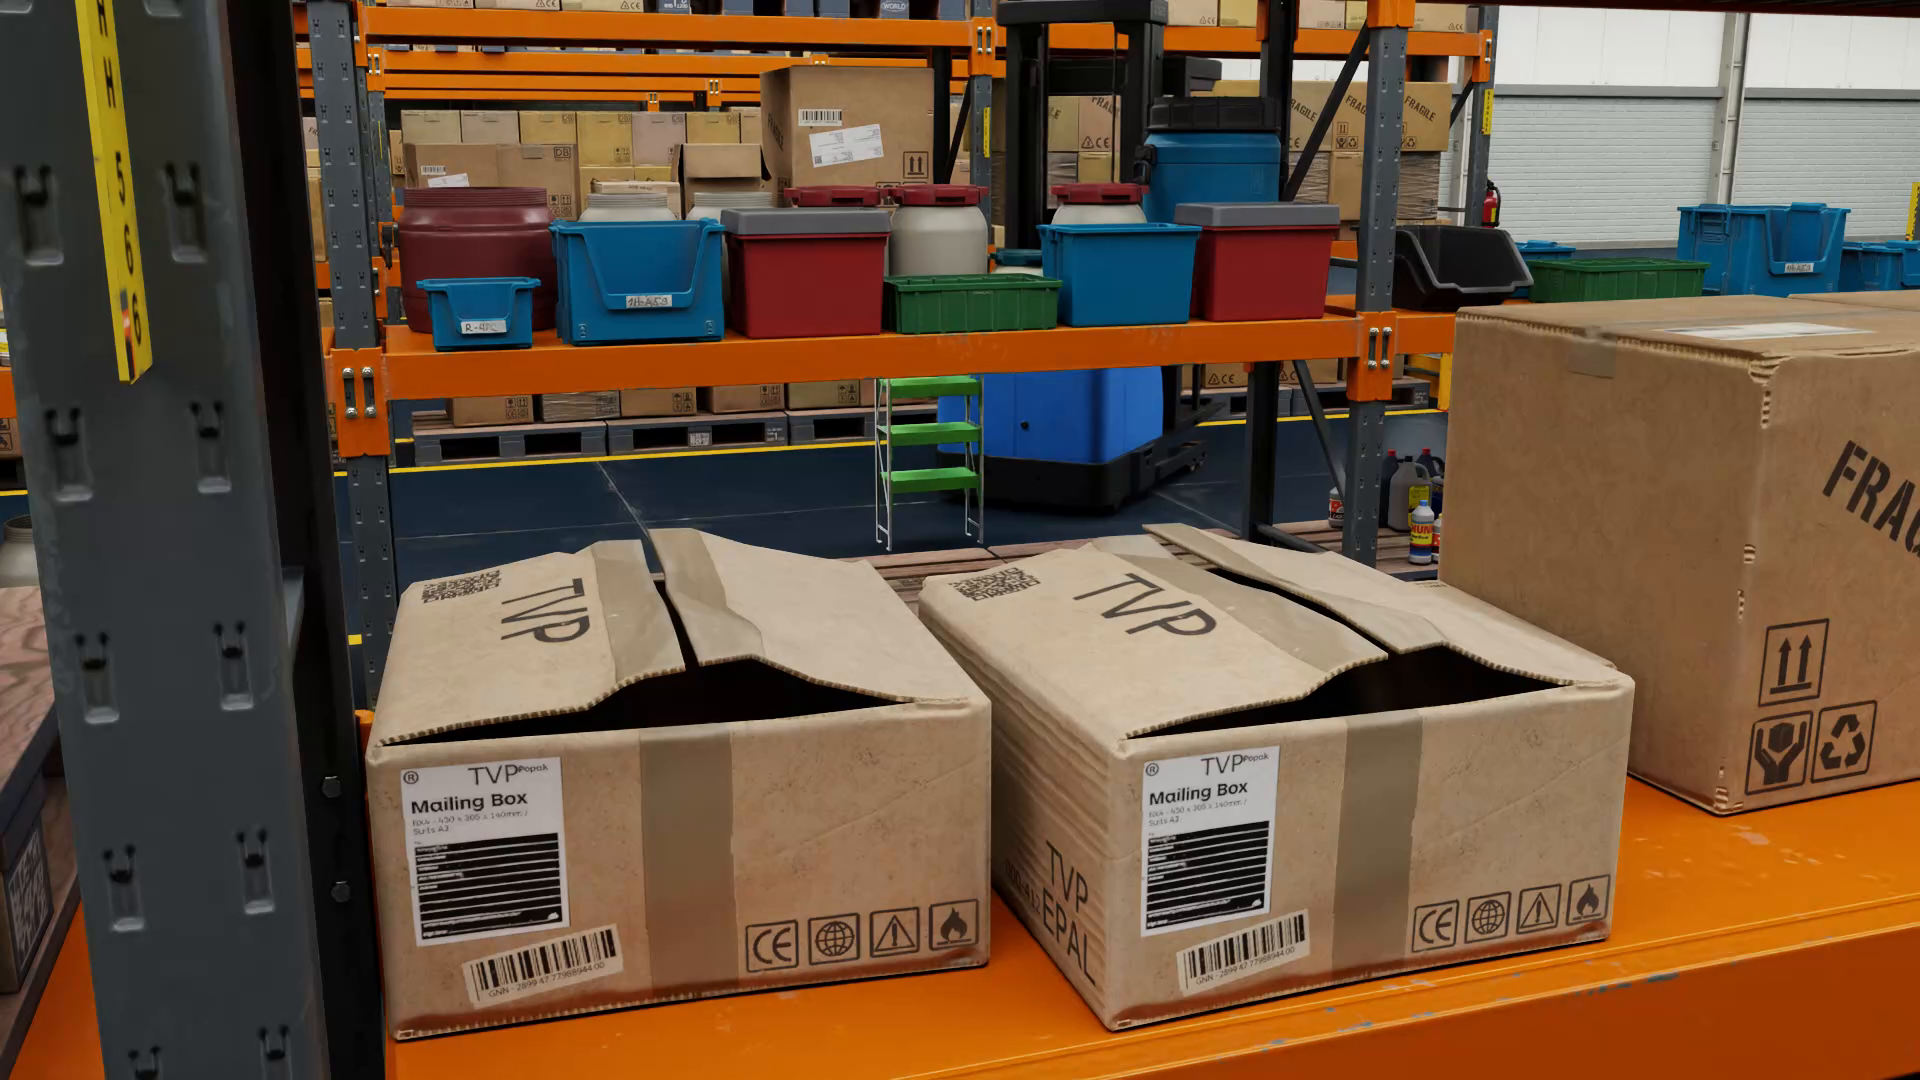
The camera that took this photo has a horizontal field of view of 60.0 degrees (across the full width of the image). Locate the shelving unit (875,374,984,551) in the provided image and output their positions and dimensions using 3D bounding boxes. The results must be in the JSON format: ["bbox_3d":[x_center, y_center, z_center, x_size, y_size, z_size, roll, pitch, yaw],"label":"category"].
[{"bbox_3d":[-0.157,-0.571,8.453,0.503,1.200,0.258,-4,14,-18],"label":"shelving unit"}]

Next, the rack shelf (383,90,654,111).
[{"bbox_3d":[-6.644,-6.536,24.710,4.000,0.370,1.077,-4,14,-18],"label":"rack shelf"}]

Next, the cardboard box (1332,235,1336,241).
[{"bbox_3d":[2.636,-2.346,12.568,0.250,0.149,0.380,-4,14,-18],"label":"cardboard box"}]

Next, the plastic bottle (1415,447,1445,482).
[{"bbox_3d":[2.279,-0.276,8.095,0.185,0.351,0.144,-5,14,-21],"label":"plastic bottle"}]

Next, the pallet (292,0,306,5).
[{"bbox_3d":[-4.386,-3.325,10.066,1.003,0.211,1.213,-4,14,-15],"label":"pallet"}]

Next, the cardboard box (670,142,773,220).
[{"bbox_3d":[-1.615,-2.418,11.197,0.637,0.503,0.797,-3,14,-12],"label":"cardboard box"}]

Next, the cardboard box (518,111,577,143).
[{"bbox_3d":[-3.886,-3.754,15.567,0.500,0.500,0.700,-5,14,-19],"label":"cardboard box"}]

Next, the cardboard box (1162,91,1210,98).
[{"bbox_3d":[1.454,-3.043,11.936,0.500,0.500,0.500,-4,14,-18],"label":"cardboard box"}]

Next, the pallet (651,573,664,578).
[{"bbox_3d":[-1.466,0.377,6.600,1.213,0.211,1.003,-4,14,-18],"label":"pallet"}]

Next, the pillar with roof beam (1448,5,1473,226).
[{"bbox_3d":[10.841,-8.875,26.510,0.400,9.000,9.100,-4,14,-18],"label":"pillar with roof beam"}]

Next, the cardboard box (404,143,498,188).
[{"bbox_3d":[-3.294,-2.318,10.784,0.500,0.500,0.500,-6,15,-25],"label":"cardboard box"}]

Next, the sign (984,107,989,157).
[{"bbox_3d":[0.179,-2.754,11.236,0.005,0.325,0.100,-4,14,-18],"label":"sign"}]

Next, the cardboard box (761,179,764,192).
[{"bbox_3d":[-1.897,-3.359,16.066,0.500,0.500,0.500,-5,14,-18],"label":"cardboard box"}]

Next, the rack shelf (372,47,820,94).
[{"bbox_3d":[-3.383,-4.369,15.601,4.000,0.370,1.077,-4,14,-18],"label":"rack shelf"}]

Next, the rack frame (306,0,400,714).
[{"bbox_3d":[-2.213,-0.931,6.073,0.127,3.000,1.000,-4,14,-18],"label":"rack frame"}]

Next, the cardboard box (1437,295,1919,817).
[{"bbox_3d":[0.949,-0.020,2.029,0.500,0.500,0.500,-5,14,-21],"label":"cardboard box"}]

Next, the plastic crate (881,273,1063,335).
[{"bbox_3d":[0.018,-0.932,6.538,0.662,0.188,0.450,-4,14,-18],"label":"plastic crate"}]

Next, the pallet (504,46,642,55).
[{"bbox_3d":[-3.626,-4.622,15.518,1.213,0.211,1.003,-4,14,-15],"label":"pallet"}]

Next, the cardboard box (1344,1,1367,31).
[{"bbox_3d":[2.941,-3.865,12.251,0.500,0.250,0.500,-4,14,-18],"label":"cardboard box"}]

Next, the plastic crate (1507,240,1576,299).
[{"bbox_3d":[2.541,-1.295,7.925,0.616,0.251,0.499,-4,14,-18],"label":"plastic crate"}]

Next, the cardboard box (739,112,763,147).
[{"bbox_3d":[-1.956,-3.904,16.199,0.500,0.500,0.700,-5,14,-19],"label":"cardboard box"}]

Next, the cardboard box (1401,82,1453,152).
[{"bbox_3d":[3.347,-3.192,12.562,0.500,0.500,0.500,-4,14,-18],"label":"cardboard box"}]

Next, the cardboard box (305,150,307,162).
[{"bbox_3d":[-5.836,-3.329,14.505,0.250,0.149,0.380,-5,14,-19],"label":"cardboard box"}]

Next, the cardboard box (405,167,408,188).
[{"bbox_3d":[-4.767,-3.135,15.123,0.500,0.500,0.500,-4,14,-17],"label":"cardboard box"}]

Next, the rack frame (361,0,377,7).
[{"bbox_3d":[-5.279,-6.031,14.550,0.127,3.000,1.000,-4,14,-18],"label":"rack frame"}]

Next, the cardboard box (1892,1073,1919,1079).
[{"bbox_3d":[1.227,0.811,2.574,0.500,0.311,0.500,-4,14,-17],"label":"cardboard box"}]

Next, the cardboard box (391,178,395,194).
[{"bbox_3d":[-8.041,-5.185,24.283,0.500,0.250,0.500,-4,14,-18],"label":"cardboard box"}]

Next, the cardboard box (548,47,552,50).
[{"bbox_3d":[-4.794,-6.041,20.494,0.500,0.250,0.500,-5,14,-19],"label":"cardboard box"}]

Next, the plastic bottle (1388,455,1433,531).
[{"bbox_3d":[2.143,-0.230,7.902,0.185,0.351,0.144,-4,14,-18],"label":"plastic bottle"}]

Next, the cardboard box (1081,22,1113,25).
[{"bbox_3d":[1.007,-3.716,11.623,0.500,0.250,0.500,-5,14,-19],"label":"cardboard box"}]

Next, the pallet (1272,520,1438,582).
[{"bbox_3d":[2.228,0.090,7.807,1.213,0.211,1.003,-4,14,-18],"label":"pallet"}]

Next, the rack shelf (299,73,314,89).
[{"bbox_3d":[-8.849,-5.152,18.893,4.000,0.370,1.077,-4,14,-18],"label":"rack shelf"}]

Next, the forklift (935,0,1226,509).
[{"bbox_3d":[0.936,-1.893,10.268,1.130,2.935,3.031,6,15,24],"label":"forklift"}]

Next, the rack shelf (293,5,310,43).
[{"bbox_3d":[-5.688,-2.979,9.755,4.000,0.370,1.077,-4,14,-18],"label":"rack shelf"}]

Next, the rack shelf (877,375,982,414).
[{"bbox_3d":[-0.157,-0.743,8.412,0.480,0.148,0.258,-4,14,-18],"label":"rack shelf"}]

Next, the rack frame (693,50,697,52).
[{"bbox_3d":[-3.162,-7.404,20.324,0.127,3.000,1.000,-4,14,-18],"label":"rack frame"}]

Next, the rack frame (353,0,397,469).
[{"bbox_3d":[-3.793,-2.017,10.640,0.127,3.000,1.000,-4,14,-18],"label":"rack frame"}]

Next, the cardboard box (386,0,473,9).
[{"bbox_3d":[-3.266,-3.382,10.221,0.500,0.250,0.500,-4,14,-17],"label":"cardboard box"}]

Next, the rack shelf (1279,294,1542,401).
[{"bbox_3d":[3.474,-1.023,8.018,4.000,0.370,1.077,-4,14,-18],"label":"rack shelf"}]

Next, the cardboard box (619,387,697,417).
[{"bbox_3d":[-2.107,-1.156,11.471,0.500,0.500,0.700,-3,14,-13],"label":"cardboard box"}]

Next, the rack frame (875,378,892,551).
[{"bbox_3d":[-0.388,-0.553,8.377,0.015,1.200,0.240,-4,14,-18],"label":"rack frame"}]

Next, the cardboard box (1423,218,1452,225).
[{"bbox_3d":[3.585,-2.419,12.872,0.250,0.149,0.380,-4,14,-18],"label":"cardboard box"}]

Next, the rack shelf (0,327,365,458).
[{"bbox_3d":[-4.108,-0.433,5.536,4.000,0.370,1.077,-4,14,-18],"label":"rack shelf"}]

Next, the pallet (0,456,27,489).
[{"bbox_3d":[-5.718,-0.529,10.412,1.213,0.211,1.003,-4,14,-18],"label":"pallet"}]

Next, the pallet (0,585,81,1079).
[{"bbox_3d":[-1.257,0.315,1.252,1.003,0.211,1.213,-4,14,-18],"label":"pallet"}]

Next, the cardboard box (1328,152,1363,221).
[{"bbox_3d":[2.824,-2.703,12.665,0.500,0.500,0.875,-4,14,-18],"label":"cardboard box"}]

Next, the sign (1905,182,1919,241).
[{"bbox_3d":[5.198,-1.777,9.032,0.005,0.325,0.100,-4,14,-18],"label":"sign"}]

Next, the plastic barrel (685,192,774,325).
[{"bbox_3d":[-0.907,-1.139,6.707,0.421,0.512,0.421,0,13,0],"label":"plastic barrel"}]

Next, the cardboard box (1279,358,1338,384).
[{"bbox_3d":[2.637,-1.501,12.967,0.500,0.500,0.500,-1,13,-3],"label":"cardboard box"}]

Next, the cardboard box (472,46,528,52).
[{"bbox_3d":[-5.517,-5.819,19.918,0.637,0.503,0.797,-4,14,-18],"label":"cardboard box"}]

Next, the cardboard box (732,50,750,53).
[{"bbox_3d":[-2.658,-5.989,20.538,0.500,0.250,0.500,-5,14,-19],"label":"cardboard box"}]

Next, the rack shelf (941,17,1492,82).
[{"bbox_3d":[1.894,-3.569,12.238,4.000,0.370,1.077,-4,14,-18],"label":"rack shelf"}]

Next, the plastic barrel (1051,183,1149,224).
[{"bbox_3d":[0.602,-1.269,7.204,0.433,0.535,0.433,0,13,0],"label":"plastic barrel"}]
